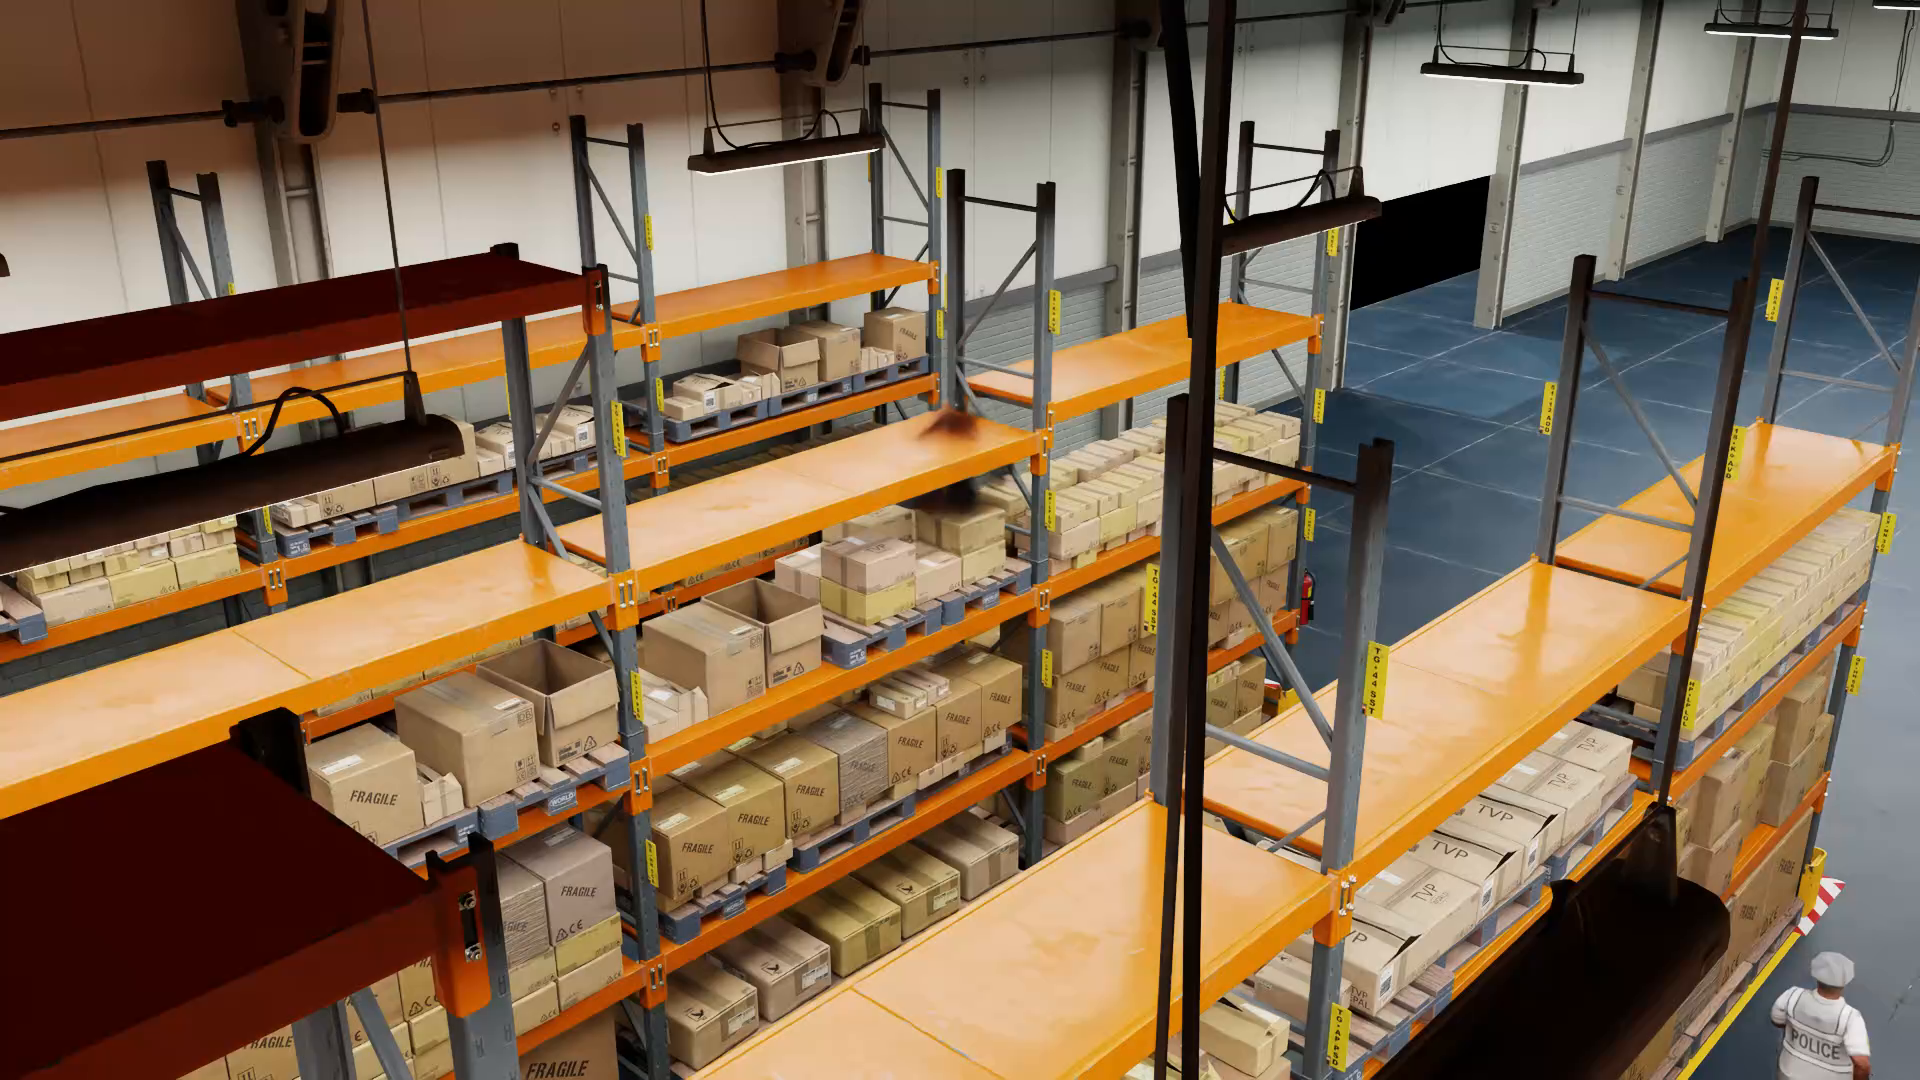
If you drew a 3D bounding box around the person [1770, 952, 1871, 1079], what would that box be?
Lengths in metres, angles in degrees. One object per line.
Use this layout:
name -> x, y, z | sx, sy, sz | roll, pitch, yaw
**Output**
person -> 5.469, 3.462, 10.676 | 0.632, 1.853, 0.783 | 15, 26, 34
